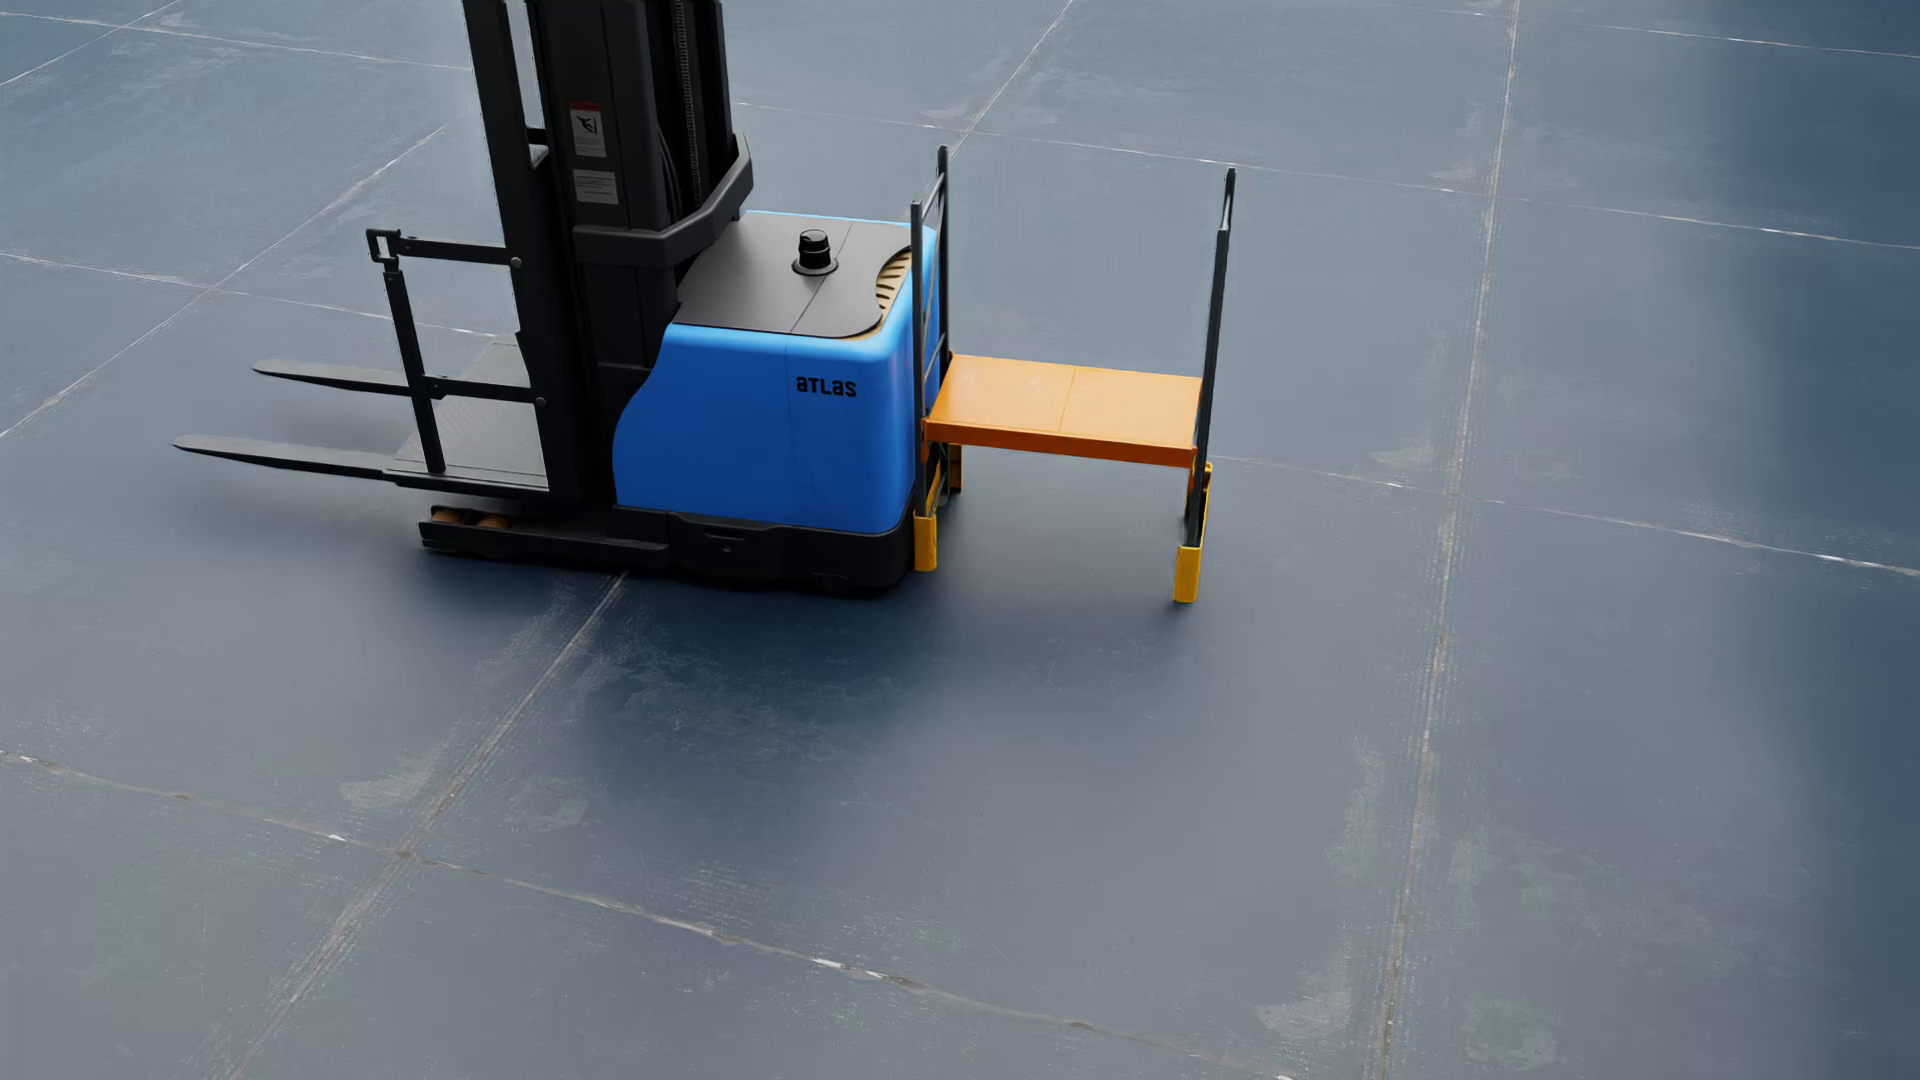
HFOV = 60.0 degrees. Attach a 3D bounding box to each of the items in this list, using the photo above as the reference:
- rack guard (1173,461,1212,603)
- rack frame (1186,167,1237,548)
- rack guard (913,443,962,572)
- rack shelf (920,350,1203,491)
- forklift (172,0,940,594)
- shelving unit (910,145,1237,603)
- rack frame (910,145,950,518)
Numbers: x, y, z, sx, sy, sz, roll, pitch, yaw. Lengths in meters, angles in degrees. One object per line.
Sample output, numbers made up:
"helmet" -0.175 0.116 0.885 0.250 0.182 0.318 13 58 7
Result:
"rack guard" 0.894 -0.038 6.376 0.087 0.250 0.587 7 37 9
"rack frame" 0.895 -0.542 6.005 0.032 1.500 0.500 7 37 9
"rack guard" -0.084 -0.151 6.529 0.087 0.250 0.587 7 37 9
"rack shelf" 0.396 -0.454 6.190 1.000 0.185 0.538 7 37 9
"forklift" -1.620 -1.408 5.975 3.031 2.935 1.130 7 37 9
"shelving unit" 0.405 -0.598 6.082 1.083 1.500 0.587 7 37 9
"rack frame" -0.103 -0.656 6.161 0.032 1.500 0.500 7 37 9
